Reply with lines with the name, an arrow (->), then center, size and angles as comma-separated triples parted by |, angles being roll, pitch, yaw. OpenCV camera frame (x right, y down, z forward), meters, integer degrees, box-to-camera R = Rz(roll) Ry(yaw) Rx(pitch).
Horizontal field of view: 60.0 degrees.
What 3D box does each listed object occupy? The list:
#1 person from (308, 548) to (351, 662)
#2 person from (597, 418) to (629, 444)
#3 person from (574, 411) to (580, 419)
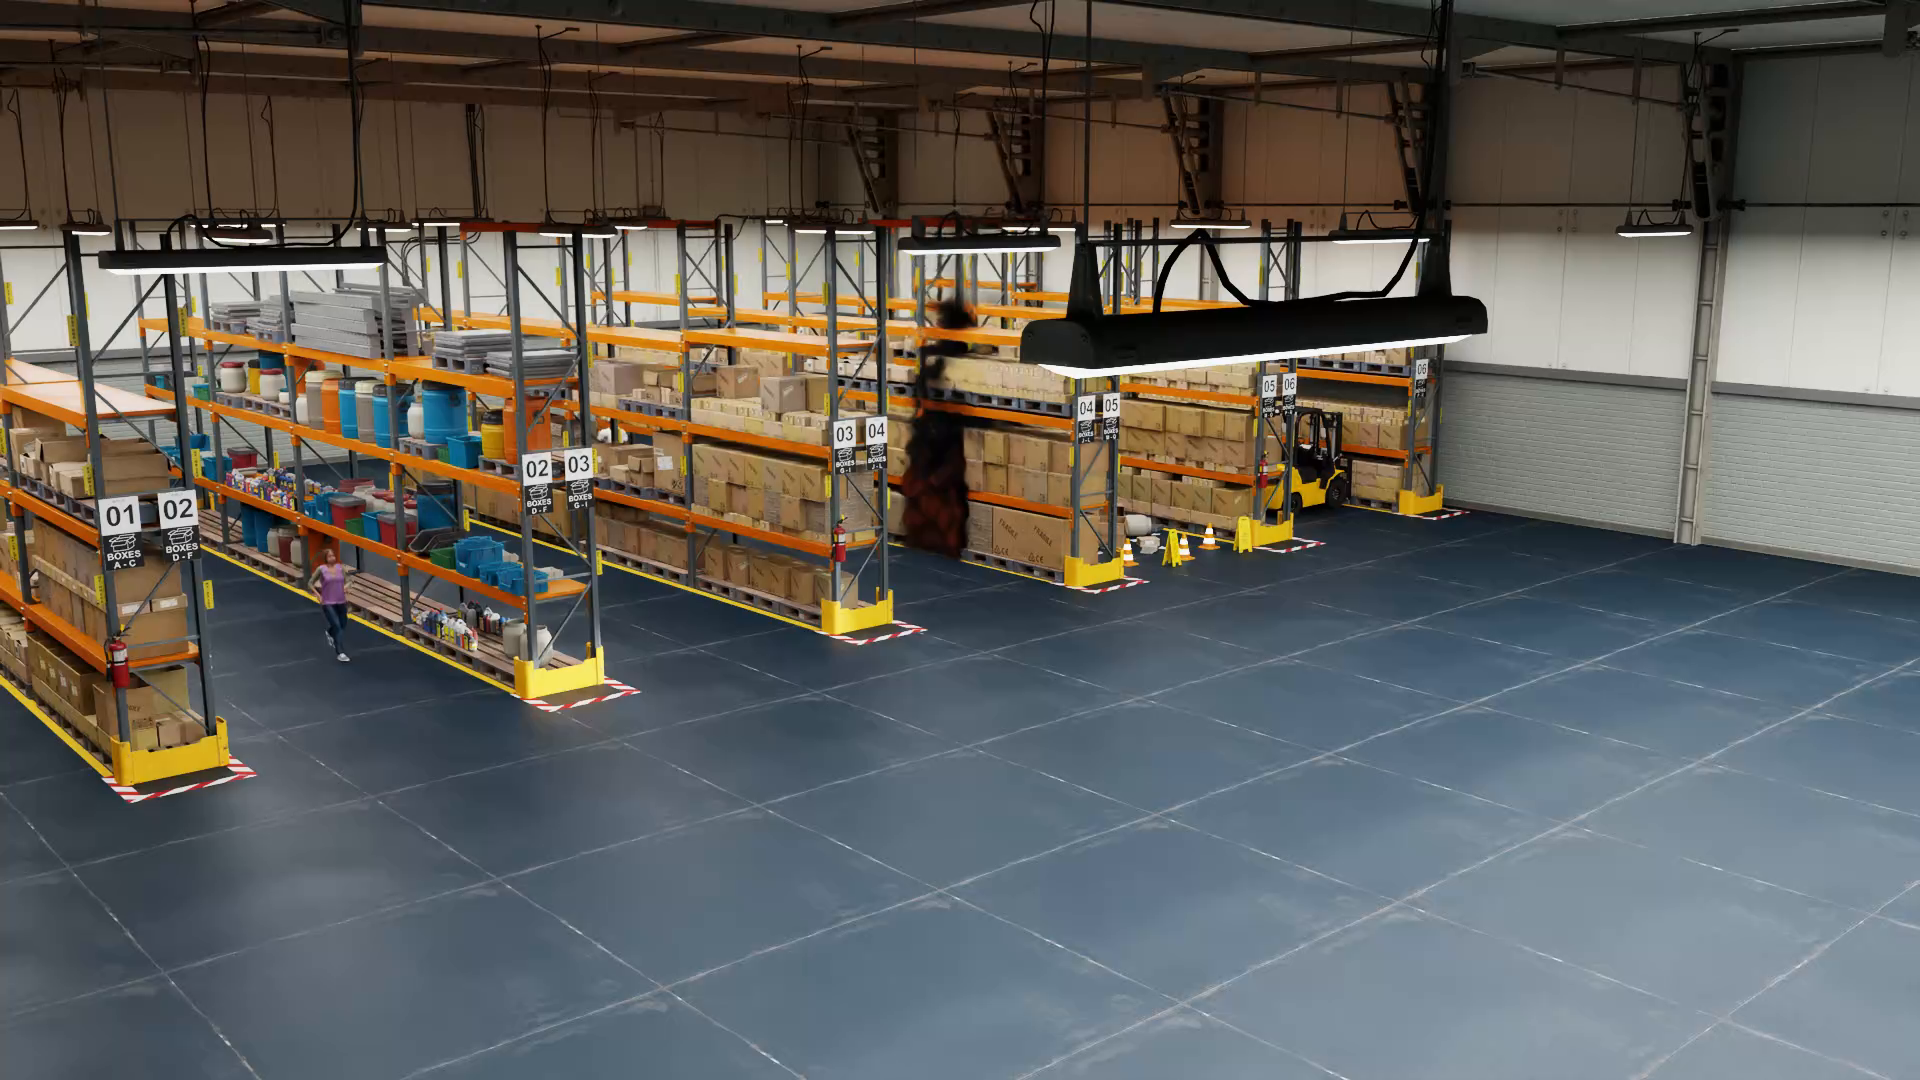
person -> -8.857, 0.888, 23.459 | 0.547, 1.569, 0.823 | -11, 16, -42
person -> -7.591, -1.856, 36.542 | 0.717, 1.759, 0.878 | -9, 14, -37
person -> -9.489, -2.654, 40.650 | 0.753, 1.726, 0.953 | -10, 15, -41
